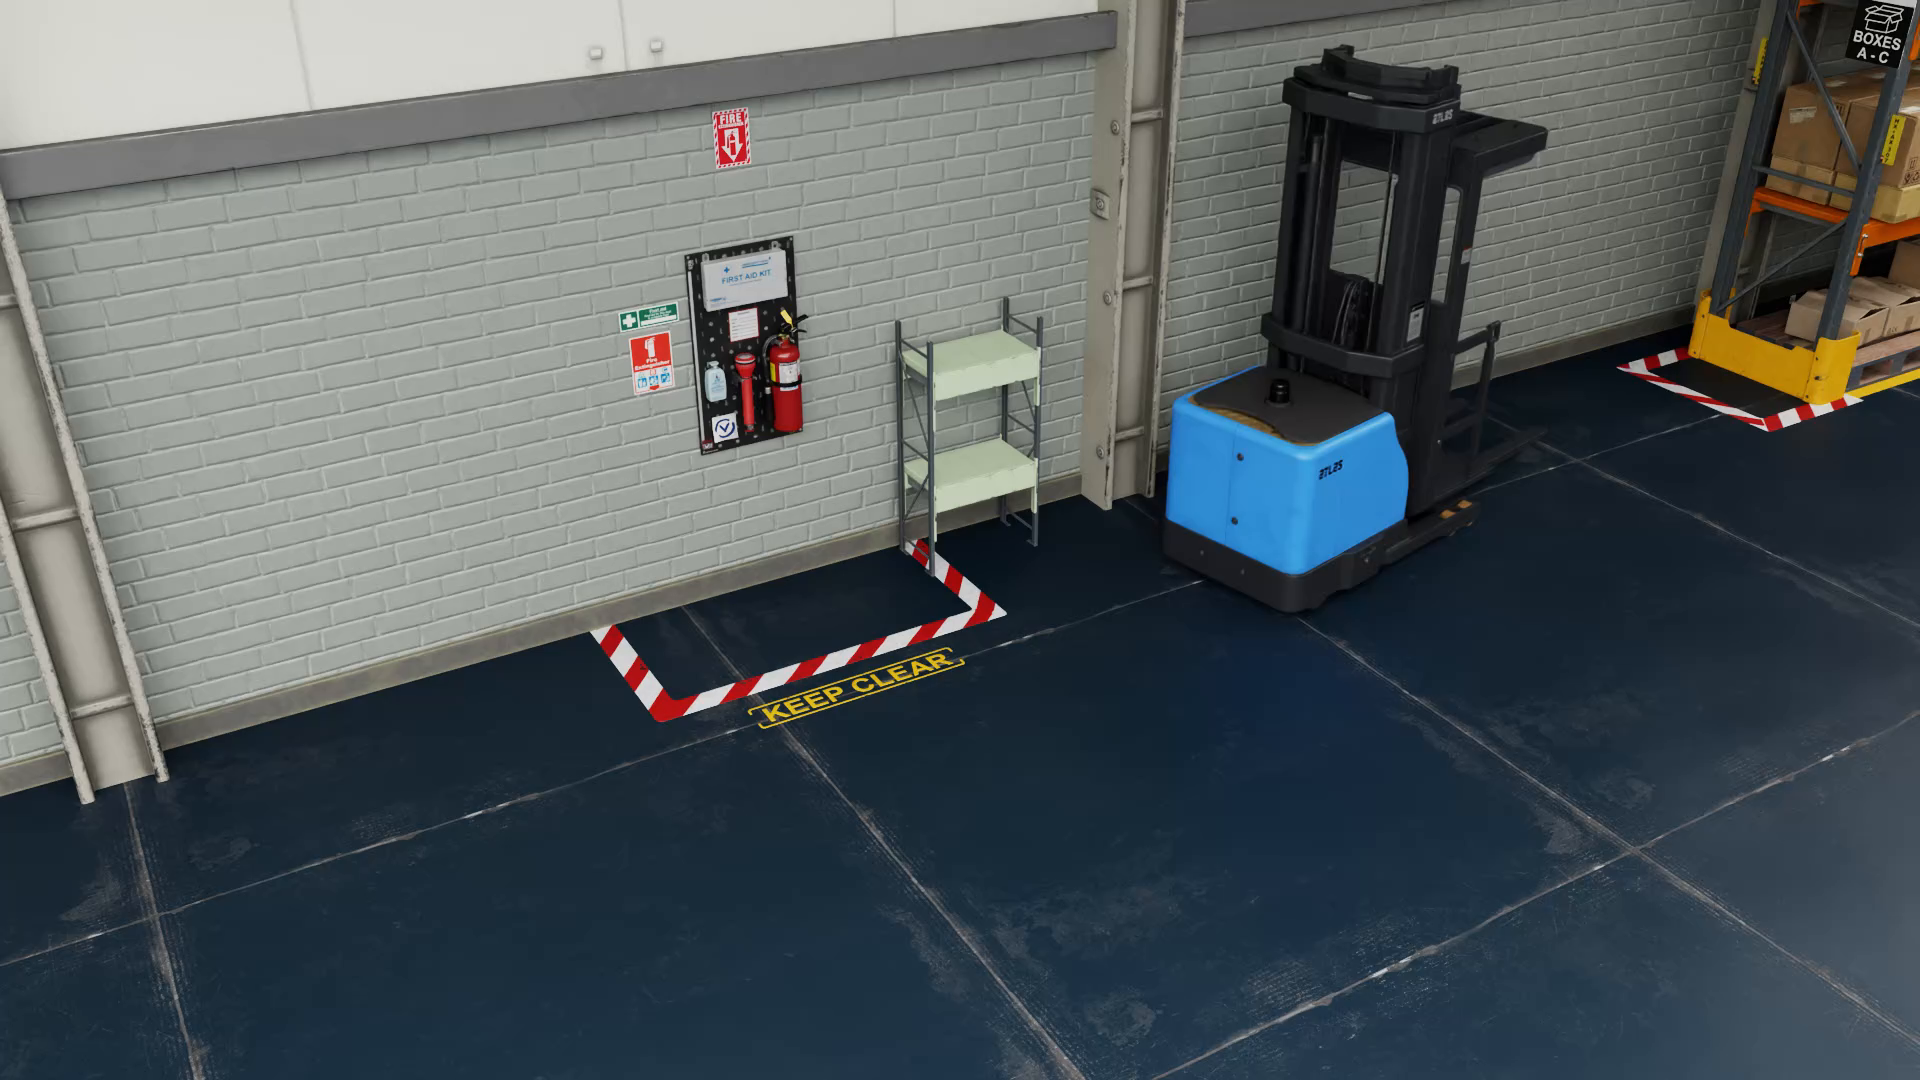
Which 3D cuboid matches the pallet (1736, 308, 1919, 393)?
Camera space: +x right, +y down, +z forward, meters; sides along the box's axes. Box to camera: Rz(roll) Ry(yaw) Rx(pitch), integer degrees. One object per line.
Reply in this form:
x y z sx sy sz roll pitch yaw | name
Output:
6.817 -1.535 12.911 1.213 0.211 1.003 -16 33 -26 | pallet

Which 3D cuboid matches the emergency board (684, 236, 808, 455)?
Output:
-1.124 -1.027 9.105 0.643 1.169 0.194 -16 33 -26 | emergency board

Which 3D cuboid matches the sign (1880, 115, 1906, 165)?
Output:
6.308 -2.706 11.252 0.005 0.325 0.100 -16 33 -26 | sign

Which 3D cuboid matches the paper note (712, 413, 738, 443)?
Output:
-1.312 -0.627 9.292 0.142 0.148 0.016 -16 33 -26 | paper note

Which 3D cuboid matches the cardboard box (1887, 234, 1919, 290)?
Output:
7.825 -2.082 13.147 0.500 0.500 0.700 -18 34 -29 | cardboard box

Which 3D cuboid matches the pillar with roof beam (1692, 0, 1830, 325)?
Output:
8.380 -3.918 8.135 0.400 9.000 9.100 -16 33 -26 | pillar with roof beam

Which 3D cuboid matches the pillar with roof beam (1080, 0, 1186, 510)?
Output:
3.207 -2.449 5.473 0.400 9.000 9.100 -16 33 -26 | pillar with roof beam

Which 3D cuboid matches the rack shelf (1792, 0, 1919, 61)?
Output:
7.758 -4.041 12.206 4.000 0.370 1.077 -16 33 -26 | rack shelf

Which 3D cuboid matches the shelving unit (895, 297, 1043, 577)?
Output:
0.053 -0.609 9.900 0.755 1.500 0.431 -16 33 -27 | shelving unit

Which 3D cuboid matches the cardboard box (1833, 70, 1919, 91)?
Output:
6.771 -3.148 12.306 0.500 0.500 0.500 -15 32 -26 | cardboard box

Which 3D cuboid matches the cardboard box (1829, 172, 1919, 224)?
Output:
6.615 -2.484 11.878 0.500 0.250 0.500 -17 33 -28 | cardboard box

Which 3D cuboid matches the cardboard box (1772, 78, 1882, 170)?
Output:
6.332 -3.029 12.090 0.500 0.500 0.500 -16 33 -27 | cardboard box

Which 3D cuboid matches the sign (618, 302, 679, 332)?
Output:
-1.645 -1.180 8.796 0.331 0.109 0.001 -16 33 -26 | sign

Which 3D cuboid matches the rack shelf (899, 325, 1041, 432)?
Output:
0.053 -0.951 9.712 0.720 0.370 0.431 -16 33 -27 | rack shelf

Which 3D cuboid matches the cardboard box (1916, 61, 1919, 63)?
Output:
7.649 -3.399 12.762 0.500 0.500 0.500 -15 32 -26 | cardboard box

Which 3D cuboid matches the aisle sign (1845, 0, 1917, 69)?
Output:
6.123 -3.549 10.984 0.004 0.787 0.394 -16 33 -26 | aisle sign

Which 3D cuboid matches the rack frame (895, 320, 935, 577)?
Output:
-0.261 -0.519 9.735 0.023 1.500 0.400 -16 33 -27 | rack frame

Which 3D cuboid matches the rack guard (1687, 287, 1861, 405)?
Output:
6.099 -1.477 12.508 0.348 0.500 1.175 -16 33 -26 | rack guard

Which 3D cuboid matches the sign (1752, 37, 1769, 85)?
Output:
5.769 -3.435 11.942 0.005 0.325 0.100 -16 33 -26 | sign

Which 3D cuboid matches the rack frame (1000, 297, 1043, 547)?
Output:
0.367 -0.700 10.065 0.023 1.500 0.400 -16 33 -27 | rack frame

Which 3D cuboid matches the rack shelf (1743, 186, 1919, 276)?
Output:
7.758 -2.728 12.931 4.000 0.370 1.077 -16 33 -26 | rack shelf

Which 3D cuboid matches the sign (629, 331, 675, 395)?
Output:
-1.653 -0.950 8.929 0.234 0.329 0.001 -16 33 -26 | sign

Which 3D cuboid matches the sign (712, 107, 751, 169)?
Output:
-1.182 -2.082 8.617 0.199 0.298 0.001 -16 33 -26 | sign

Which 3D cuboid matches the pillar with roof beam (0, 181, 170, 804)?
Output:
-1.966 -0.981 2.812 0.400 9.000 9.100 -16 33 -26 | pillar with roof beam

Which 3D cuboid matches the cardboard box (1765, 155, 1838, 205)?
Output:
6.338 -2.692 12.255 0.500 0.250 0.500 -15 32 -26 | cardboard box

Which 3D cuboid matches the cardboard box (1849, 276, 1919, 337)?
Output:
7.167 -1.840 12.905 0.500 0.311 0.500 -13 31 -22 | cardboard box

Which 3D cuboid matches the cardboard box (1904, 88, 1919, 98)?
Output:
7.028 -2.933 11.917 0.500 0.500 0.500 -16 33 -26 | cardboard box

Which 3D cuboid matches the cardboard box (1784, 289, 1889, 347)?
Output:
6.675 -1.701 12.653 0.500 0.311 0.500 -20 35 -32 | cardboard box

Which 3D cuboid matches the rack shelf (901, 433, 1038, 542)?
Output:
0.053 -0.324 10.058 0.720 0.370 0.431 -16 33 -27 | rack shelf

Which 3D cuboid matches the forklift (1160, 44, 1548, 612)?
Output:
2.642 -1.468 9.975 3.031 2.935 1.130 -24 37 -36 | forklift

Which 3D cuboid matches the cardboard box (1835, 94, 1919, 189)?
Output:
6.597 -2.816 11.705 0.500 0.500 0.500 -16 33 -26 | cardboard box

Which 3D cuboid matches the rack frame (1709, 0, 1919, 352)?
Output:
6.033 -2.553 11.870 0.127 3.000 1.000 -16 33 -26 | rack frame

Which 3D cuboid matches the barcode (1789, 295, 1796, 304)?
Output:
6.488 -1.876 12.960 0.075 0.075 0.001 -16 33 -26 | barcode

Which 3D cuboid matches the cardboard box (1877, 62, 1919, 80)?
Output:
7.215 -3.276 12.538 0.500 0.500 0.500 -17 33 -28 | cardboard box
